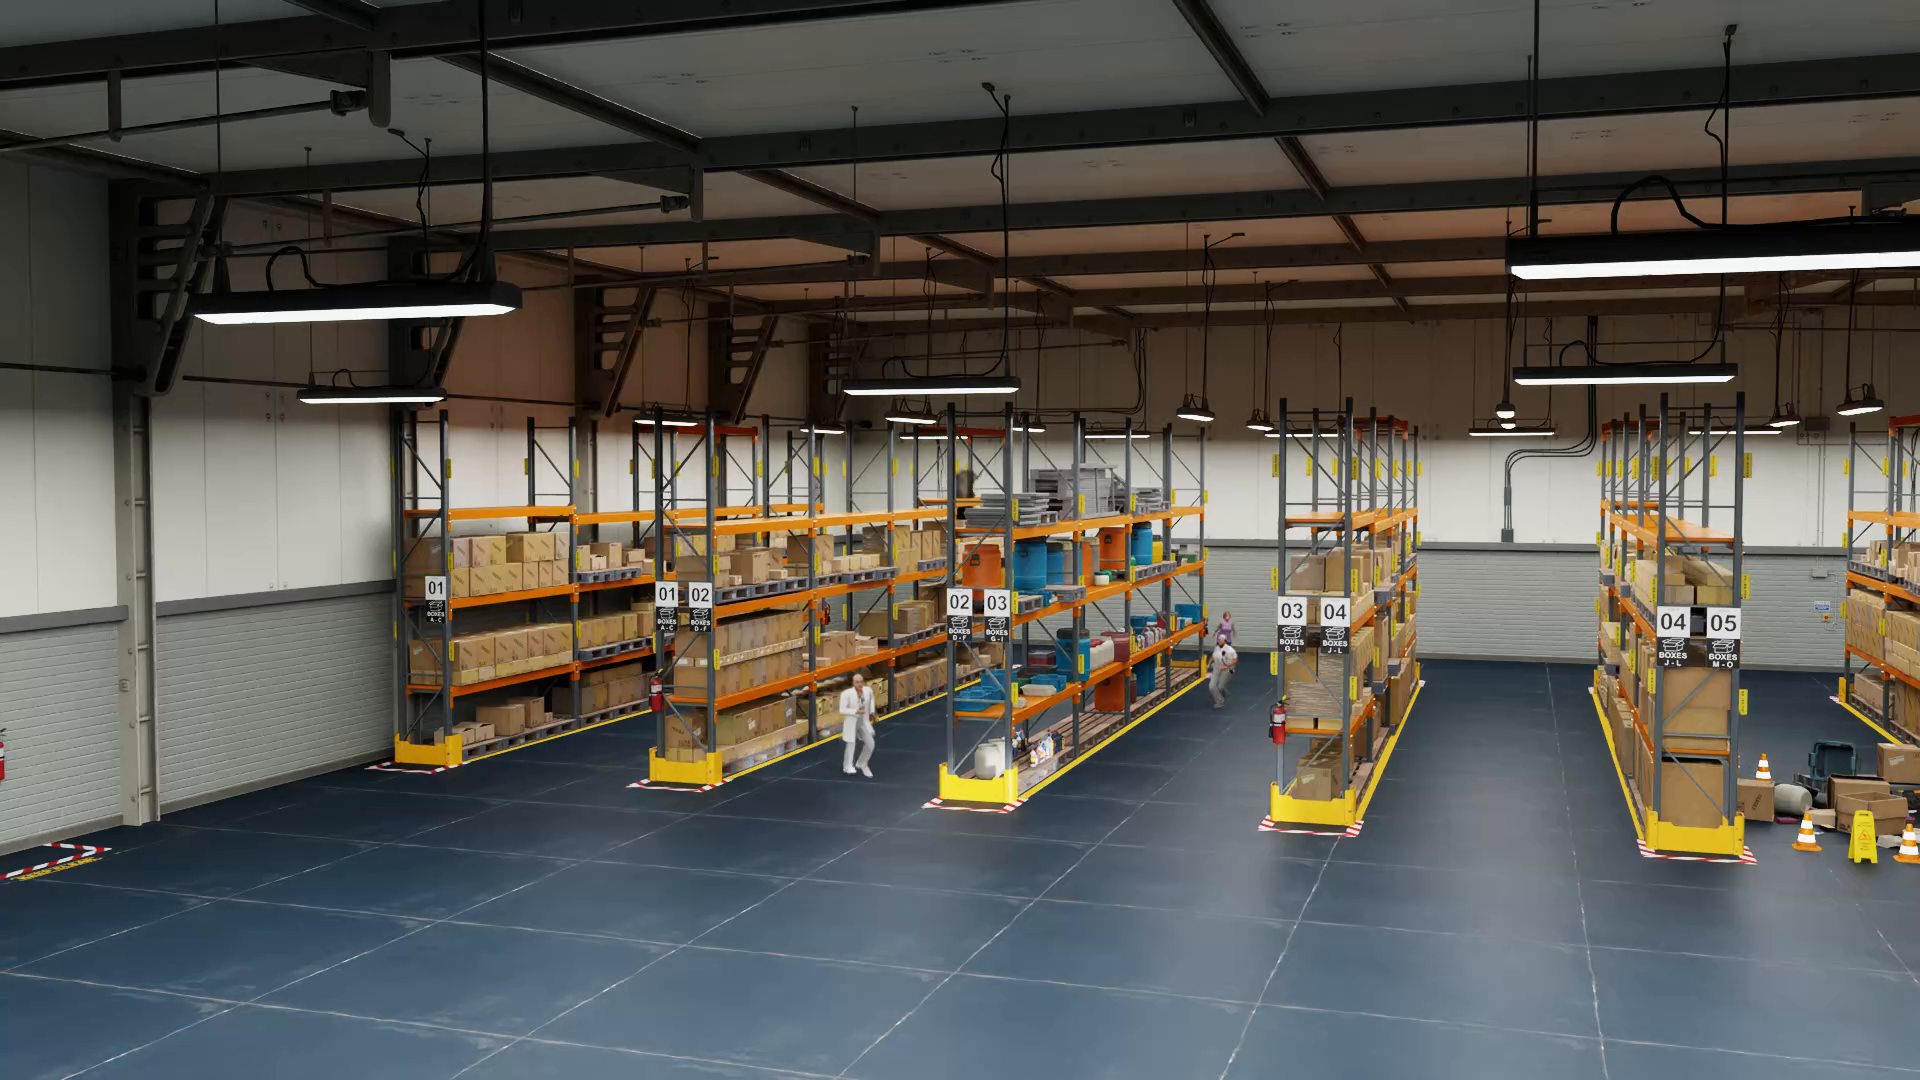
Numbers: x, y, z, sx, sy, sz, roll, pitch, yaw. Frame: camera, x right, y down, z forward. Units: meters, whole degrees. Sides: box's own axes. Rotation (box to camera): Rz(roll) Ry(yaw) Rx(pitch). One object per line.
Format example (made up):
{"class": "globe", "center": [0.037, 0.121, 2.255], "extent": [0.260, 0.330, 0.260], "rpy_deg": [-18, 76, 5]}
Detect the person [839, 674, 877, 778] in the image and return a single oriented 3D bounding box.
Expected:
{"class": "person", "center": [-1.658, 2.998, 26.904], "extent": [0.705, 1.697, 1.006], "rpy_deg": [-1, 3, -21]}

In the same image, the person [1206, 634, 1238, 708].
{"class": "person", "center": [5.488, 2.751, 34.736], "extent": [0.676, 1.575, 0.518], "rpy_deg": [2, 3, 38]}

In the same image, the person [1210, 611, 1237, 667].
{"class": "person", "center": [6.493, 2.499, 41.070], "extent": [0.582, 1.507, 0.627], "rpy_deg": [-1, 3, -15]}
